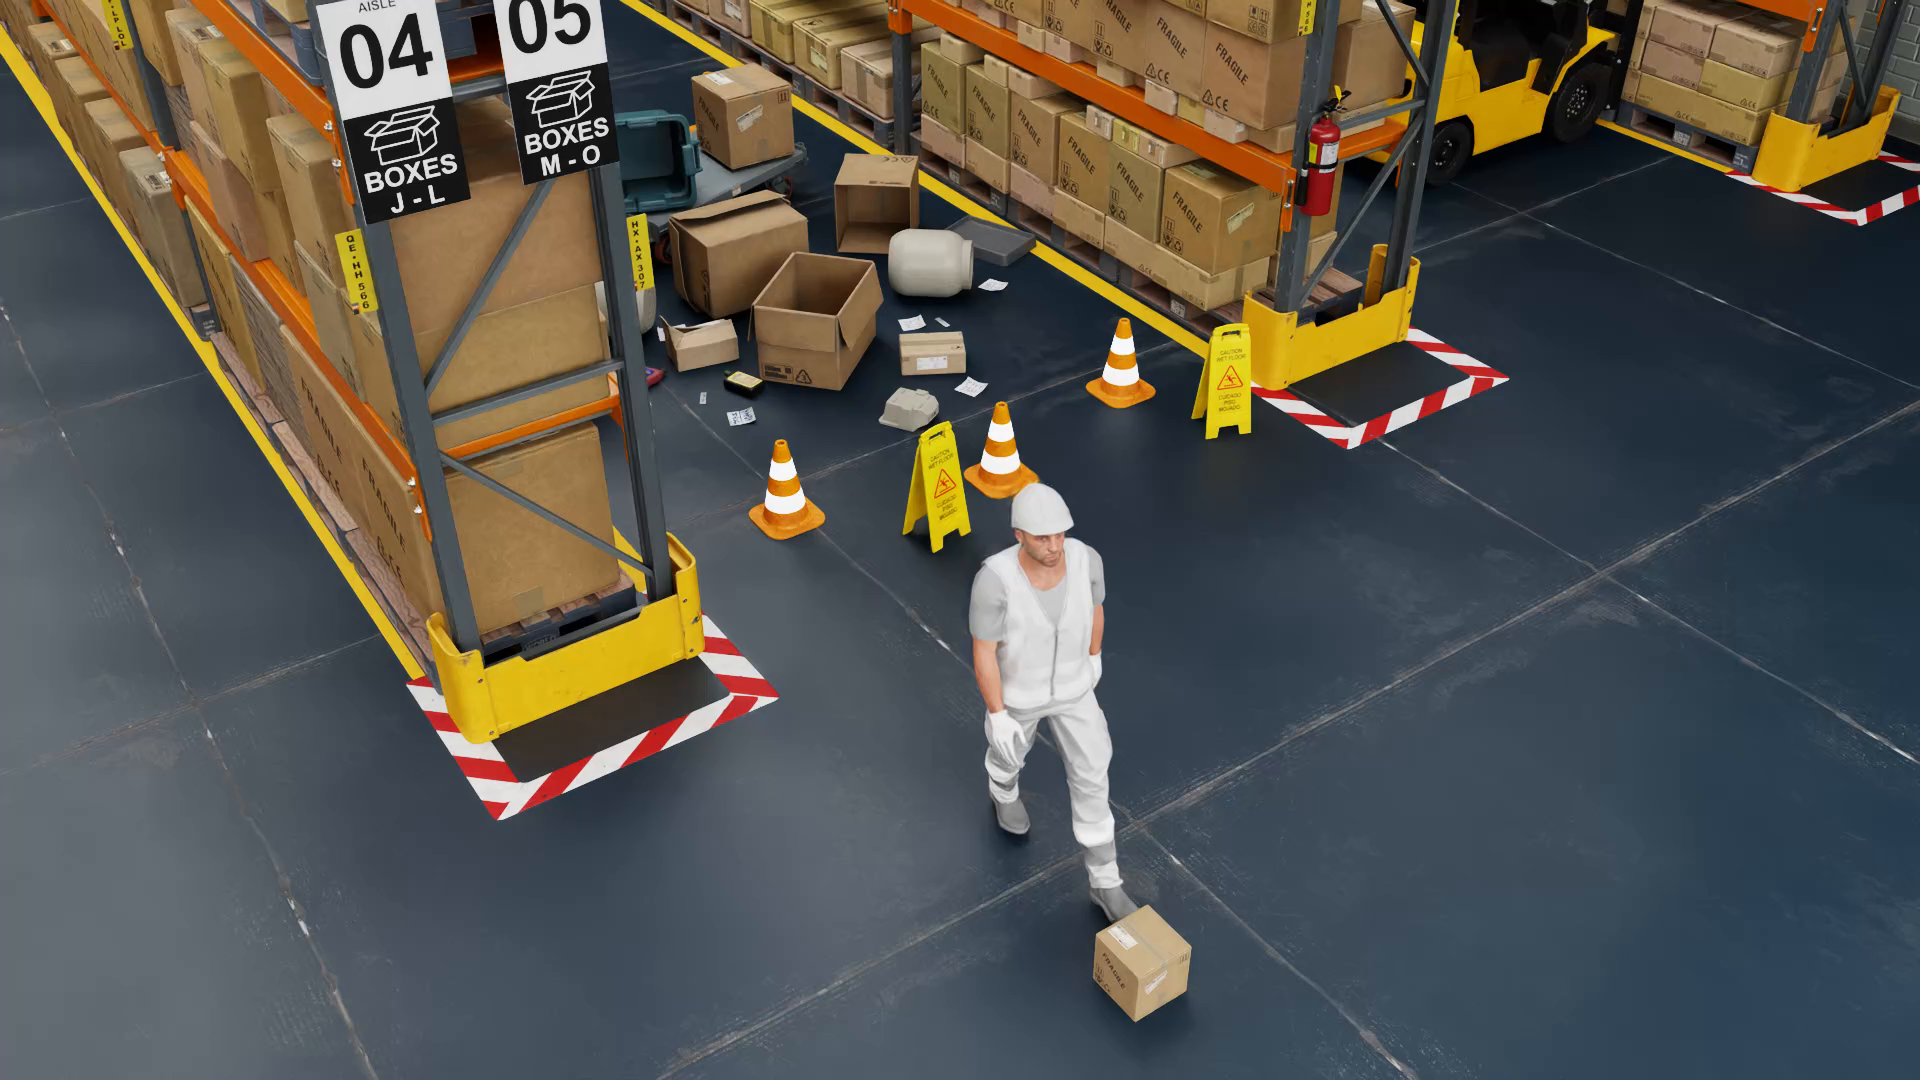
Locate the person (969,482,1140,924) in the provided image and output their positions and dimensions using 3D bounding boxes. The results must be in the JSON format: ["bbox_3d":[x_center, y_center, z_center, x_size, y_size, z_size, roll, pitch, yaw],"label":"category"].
[{"bbox_3d":[0.340,0.600,6.139,0.568,1.738,0.944,-10,37,-13],"label":"person"}]
